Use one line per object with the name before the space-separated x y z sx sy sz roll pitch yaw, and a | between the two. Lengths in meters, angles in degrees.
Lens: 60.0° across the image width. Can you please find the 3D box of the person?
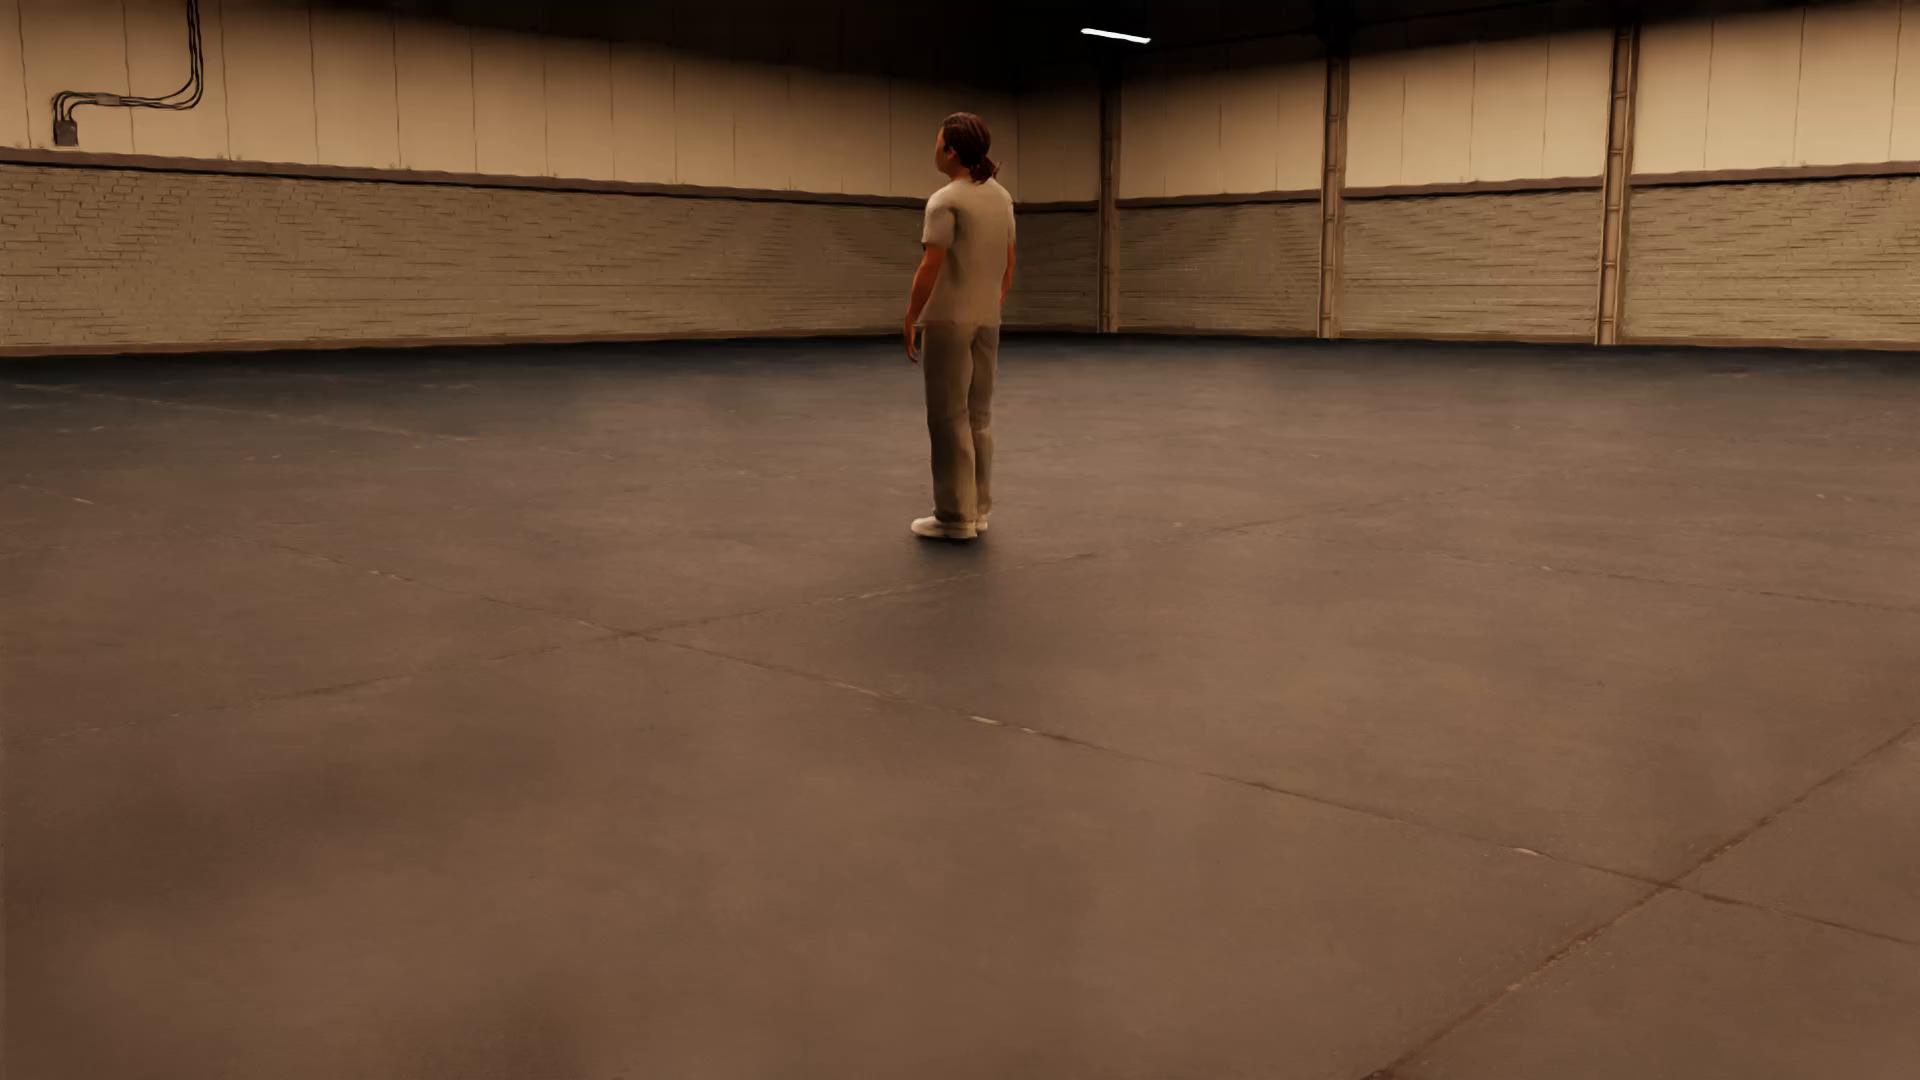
person | -0.044 -0.845 6.652 0.548 1.674 0.550 8 12 43
